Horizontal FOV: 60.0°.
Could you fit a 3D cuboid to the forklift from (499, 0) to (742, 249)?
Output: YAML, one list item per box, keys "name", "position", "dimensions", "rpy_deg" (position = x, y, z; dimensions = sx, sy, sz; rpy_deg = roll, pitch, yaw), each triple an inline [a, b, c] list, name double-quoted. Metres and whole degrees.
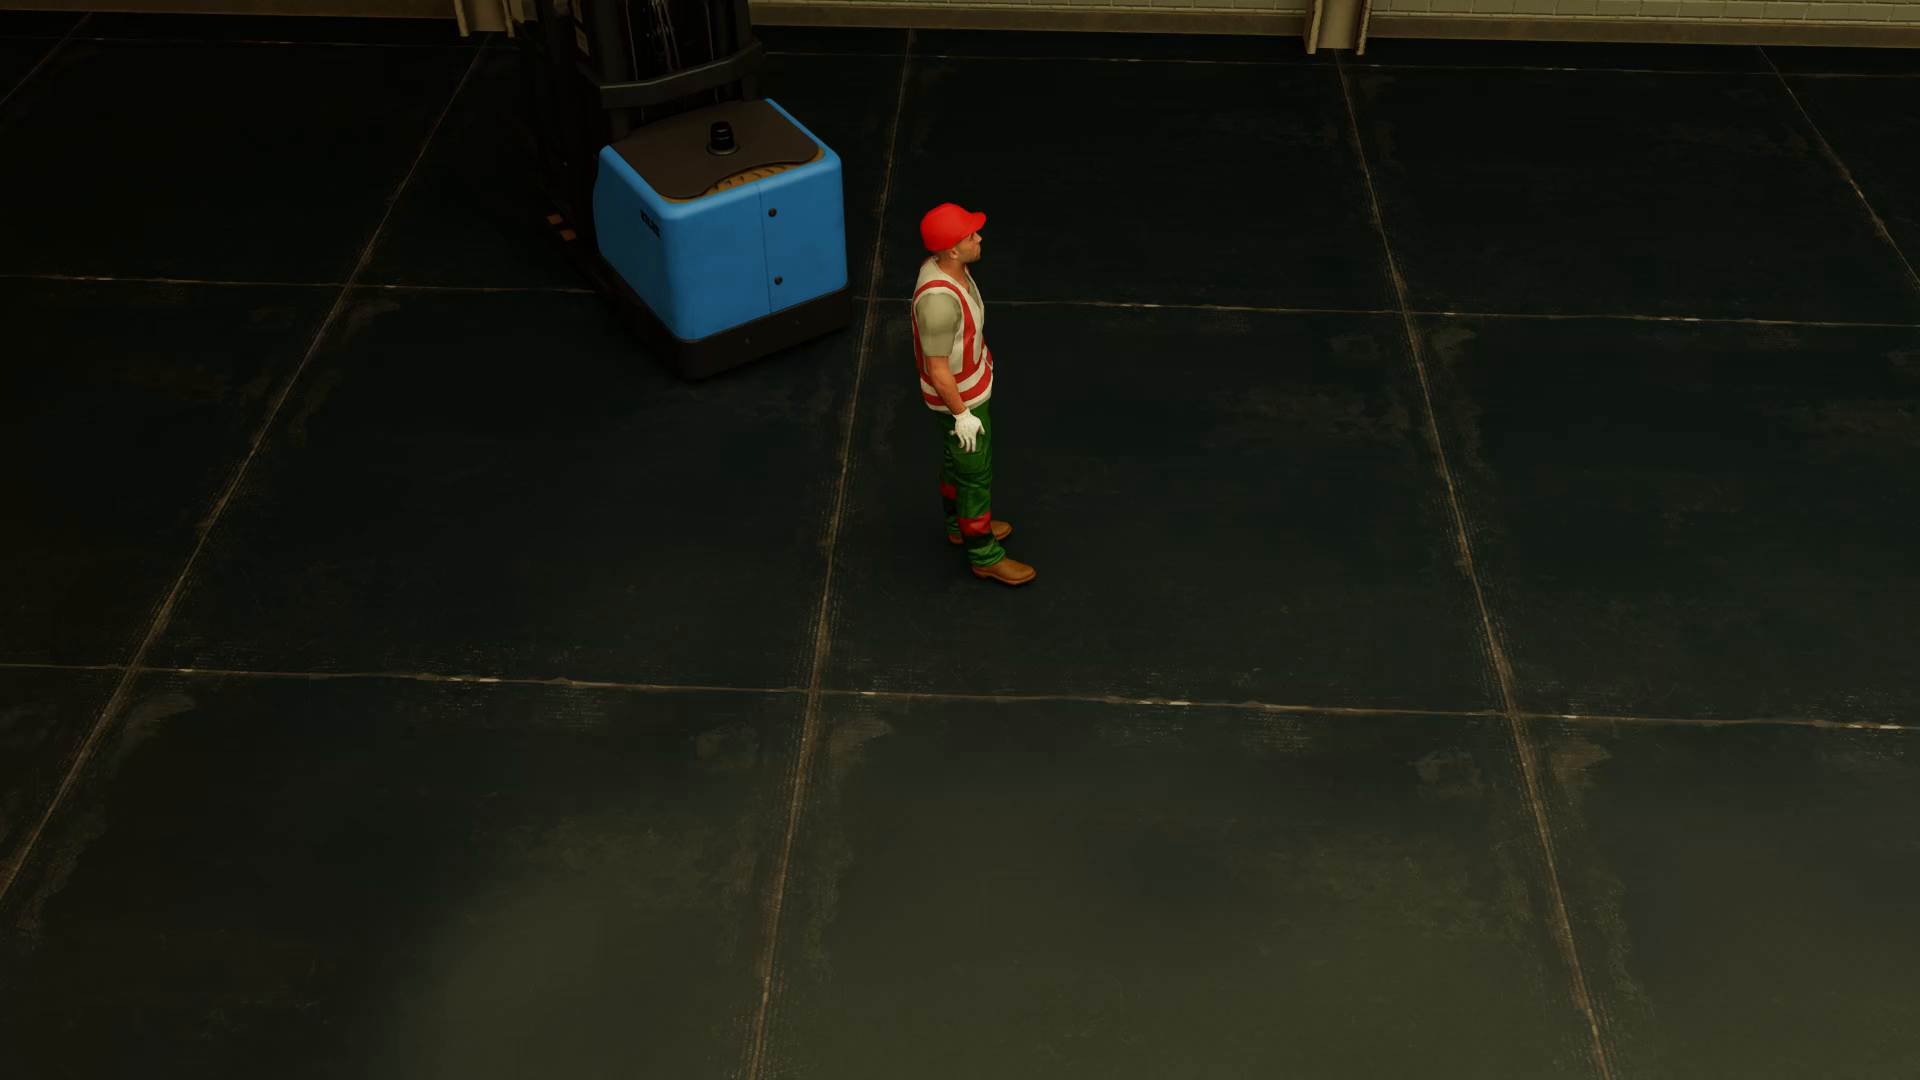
- name: "forklift"
  position: [-1.814, -2.894, 8.913]
  dimensions: [1.121, 2.935, 3.031]
  rpy_deg: [-24, 47, -24]

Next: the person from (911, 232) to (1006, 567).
- name: "person"
  position: [0.009, -0.659, 7.297]
  dimensions: [0.423, 1.688, 0.638]
  rpy_deg: [2, 42, 2]
